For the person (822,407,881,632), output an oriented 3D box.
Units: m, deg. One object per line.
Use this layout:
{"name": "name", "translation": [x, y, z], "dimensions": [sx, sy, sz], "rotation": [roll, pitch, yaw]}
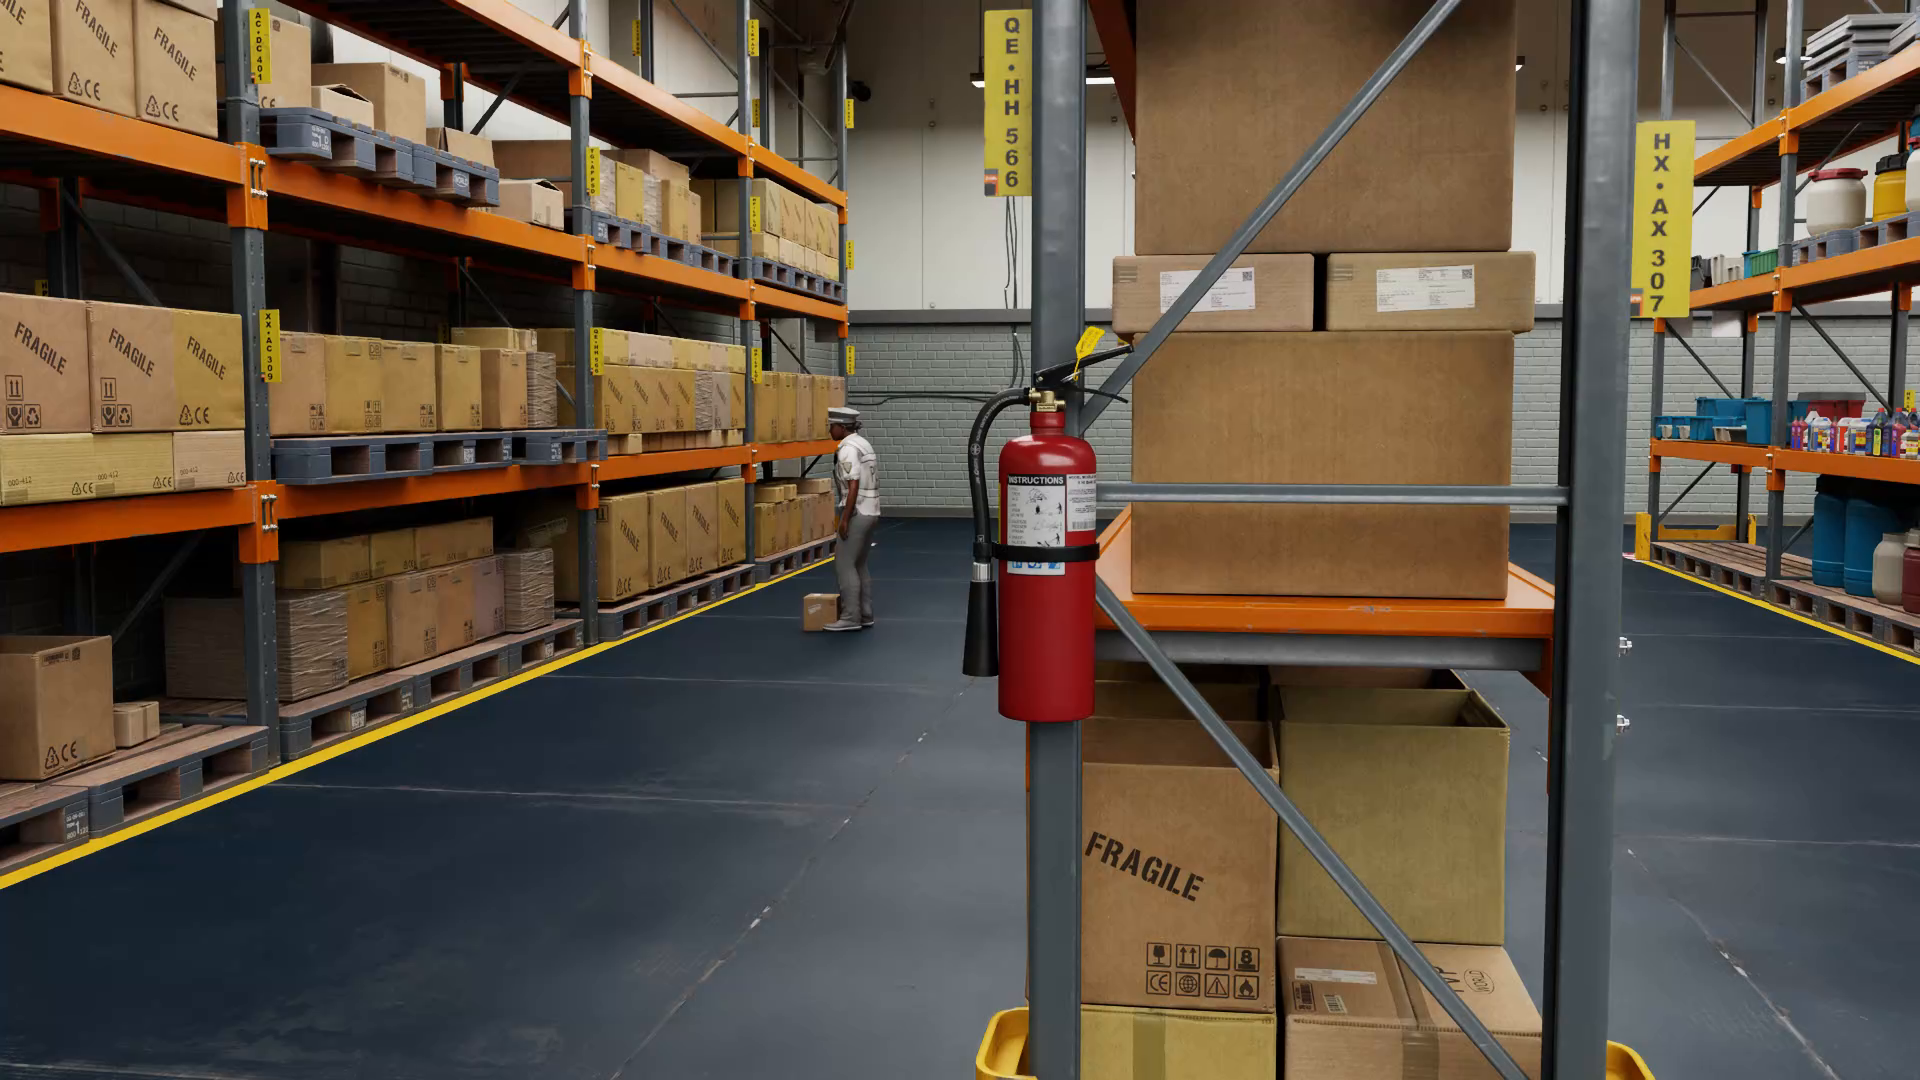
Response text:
{"name": "person", "translation": [-0.803, -0.158, 12.383], "dimensions": [0.416, 1.657, 0.513], "rotation": [1, 5, 8]}
